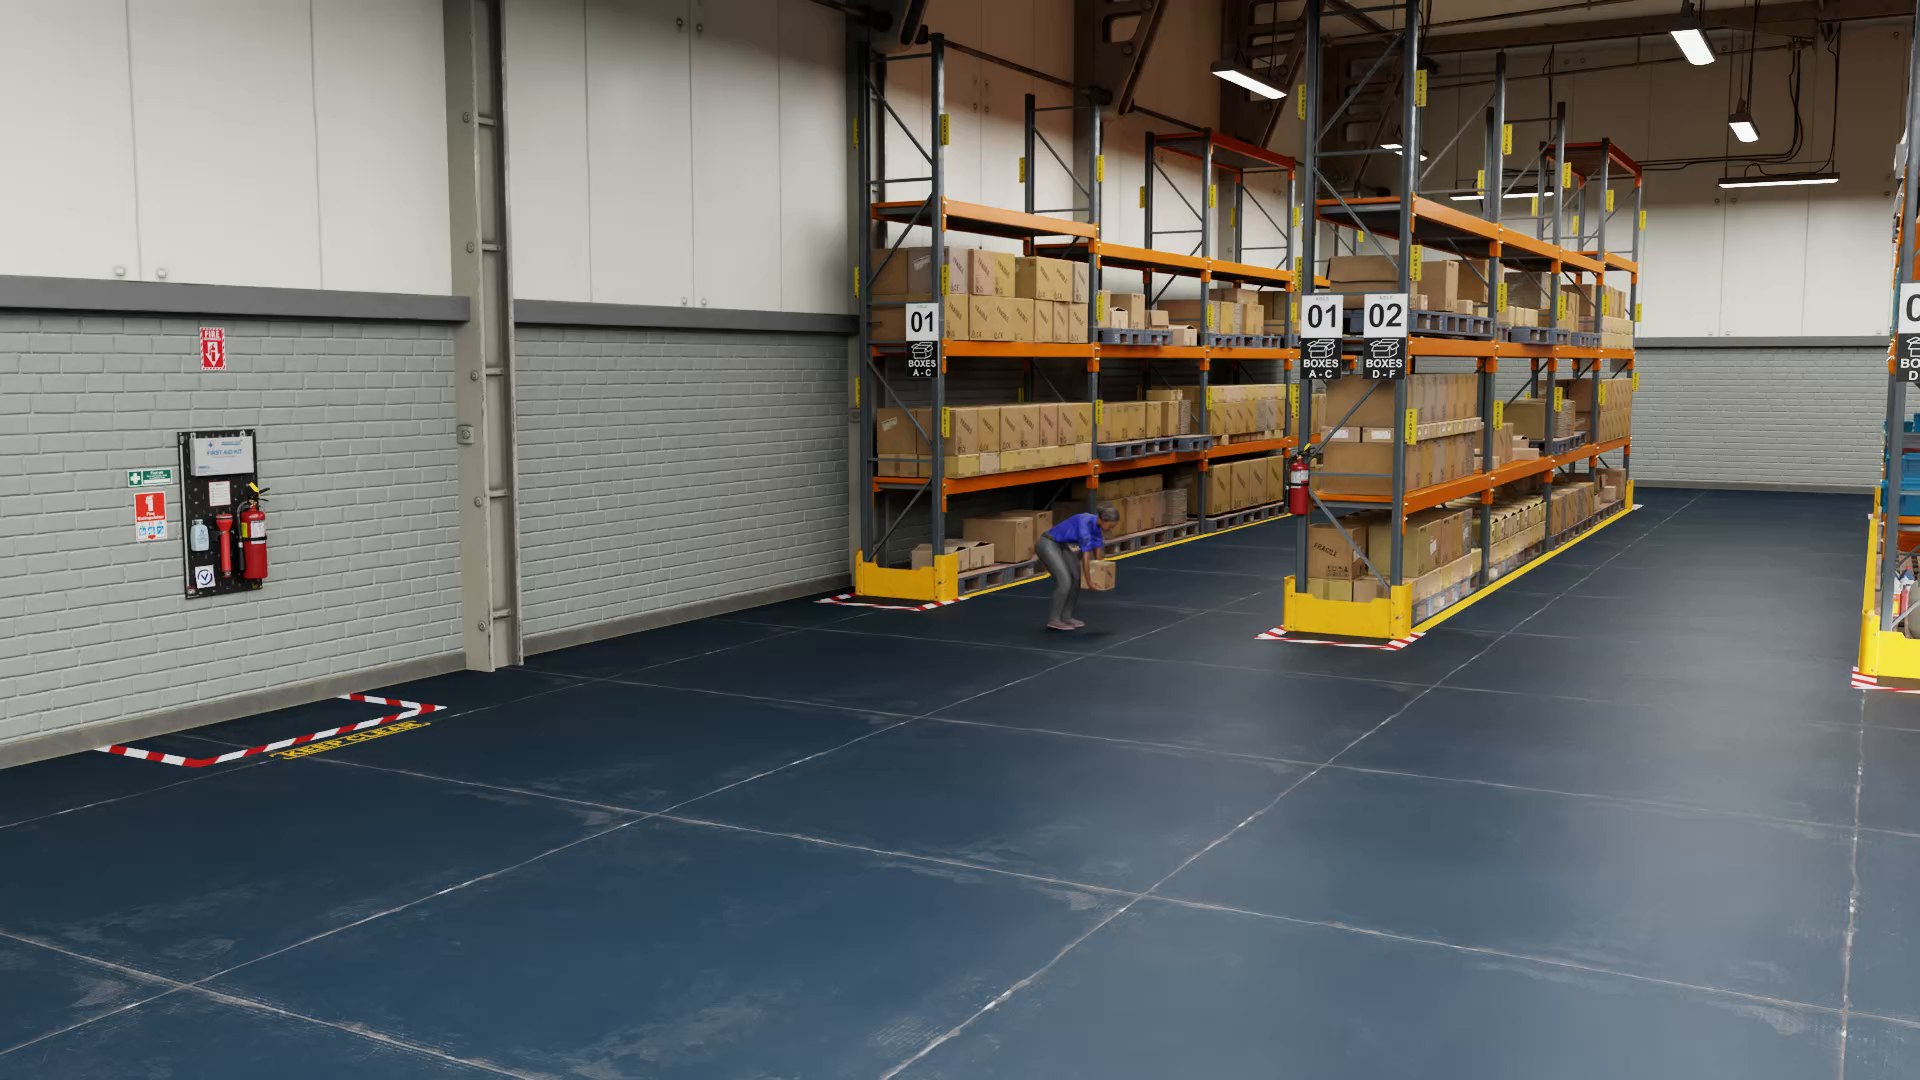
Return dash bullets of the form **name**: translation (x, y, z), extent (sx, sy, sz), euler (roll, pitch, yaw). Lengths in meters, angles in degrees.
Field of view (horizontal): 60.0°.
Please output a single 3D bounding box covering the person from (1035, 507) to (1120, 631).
- **person**: translation (1.140, 0.269, 16.066), extent (0.830, 1.196, 0.416), euler (3, 7, 26)
